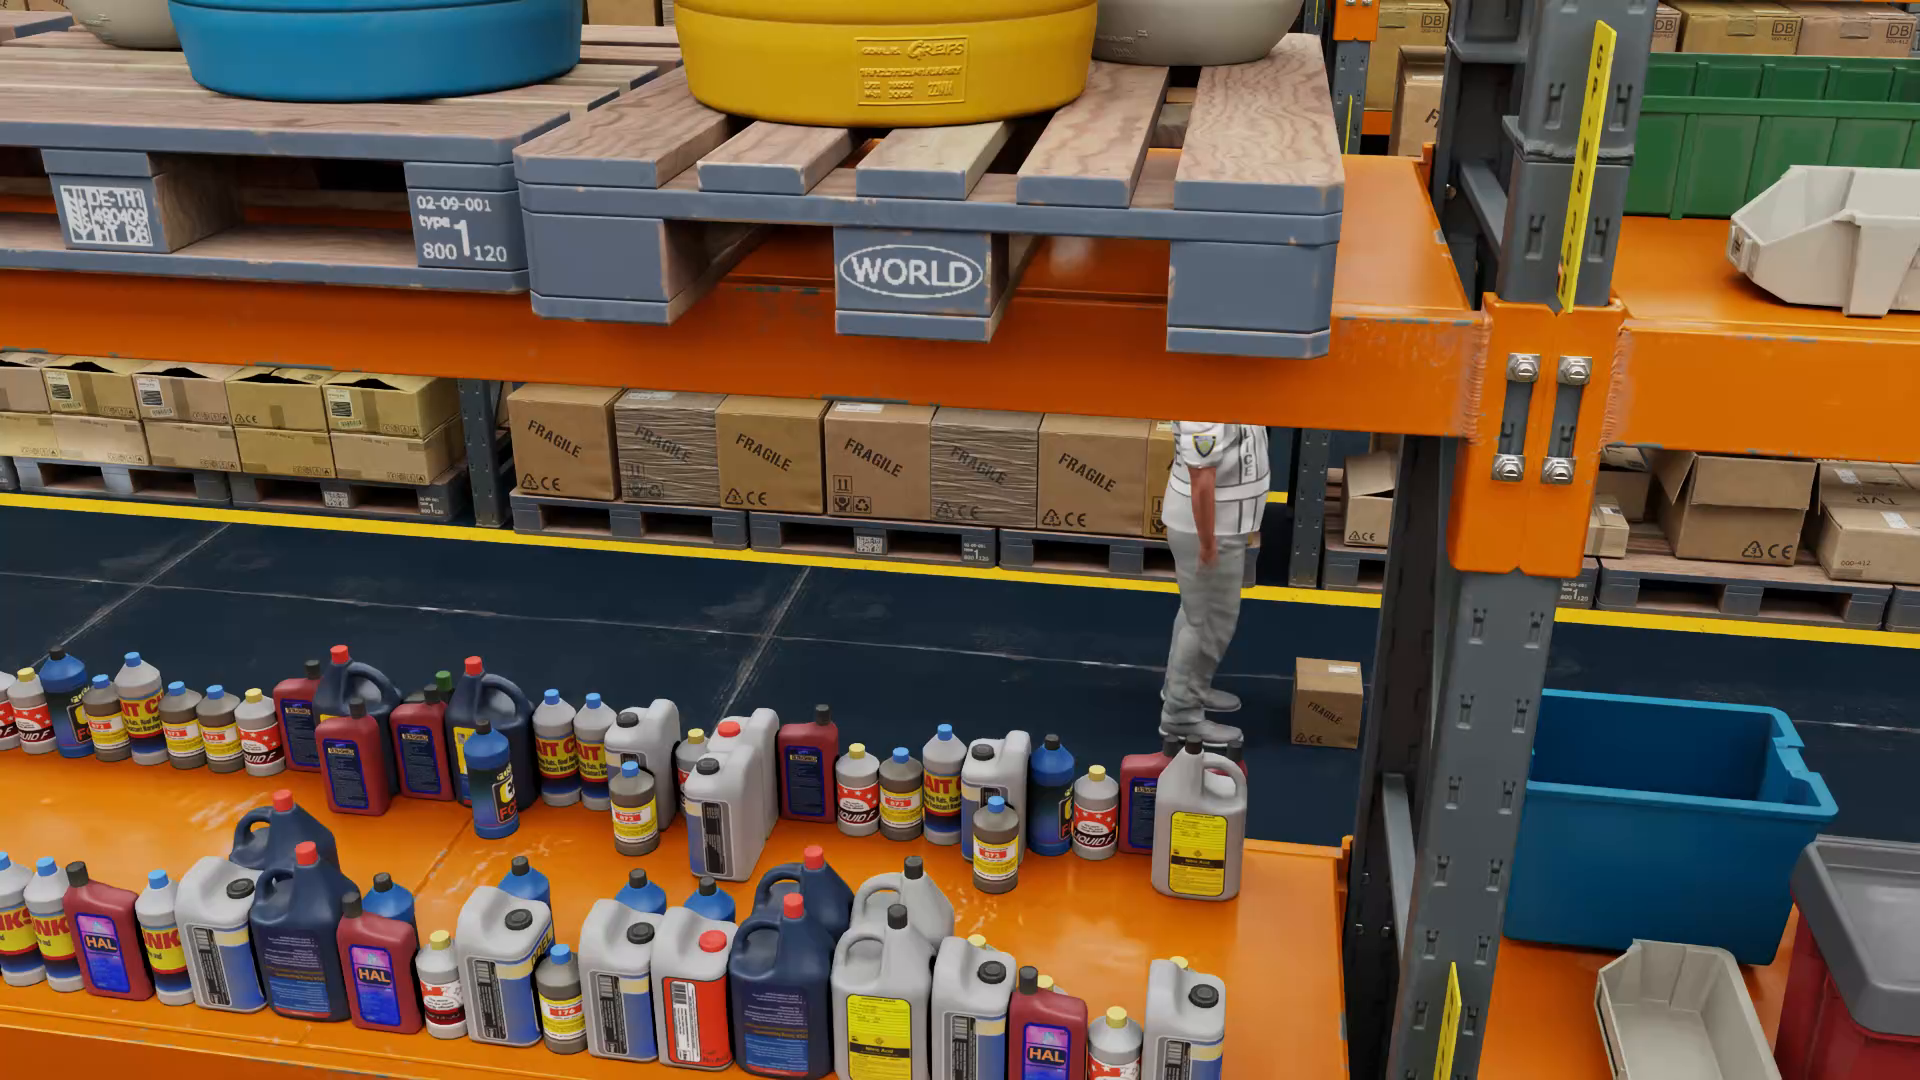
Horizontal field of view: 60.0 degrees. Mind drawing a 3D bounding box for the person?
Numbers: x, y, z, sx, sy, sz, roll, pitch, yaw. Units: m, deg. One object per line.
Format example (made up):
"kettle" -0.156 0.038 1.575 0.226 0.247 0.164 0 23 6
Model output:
"person" 0.959 -0.071 6.281 0.393 1.757 0.529 5 25 10
